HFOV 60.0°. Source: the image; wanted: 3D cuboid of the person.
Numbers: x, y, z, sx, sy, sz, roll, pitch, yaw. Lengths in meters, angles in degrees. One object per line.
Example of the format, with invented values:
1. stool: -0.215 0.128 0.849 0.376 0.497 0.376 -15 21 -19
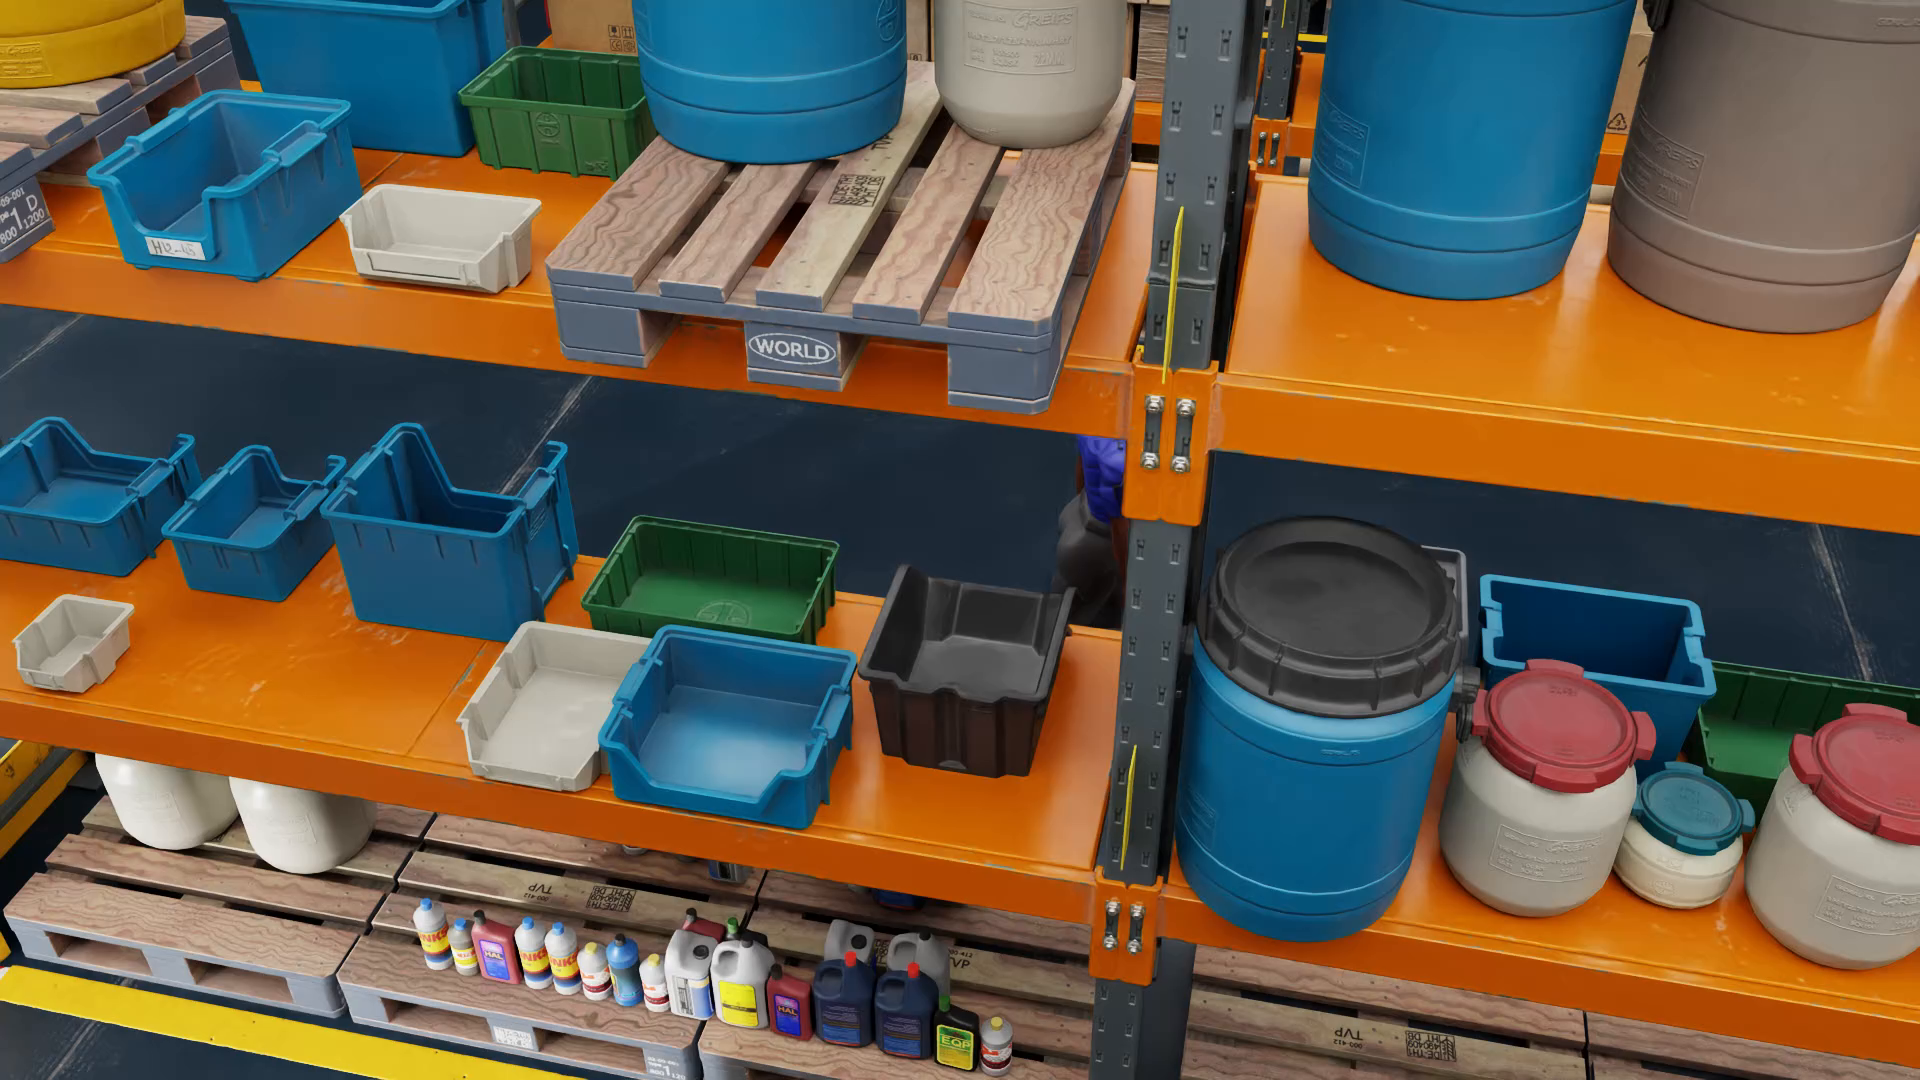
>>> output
1. person: 0.495 0.037 6.129 0.618 1.701 0.465 1 37 1
